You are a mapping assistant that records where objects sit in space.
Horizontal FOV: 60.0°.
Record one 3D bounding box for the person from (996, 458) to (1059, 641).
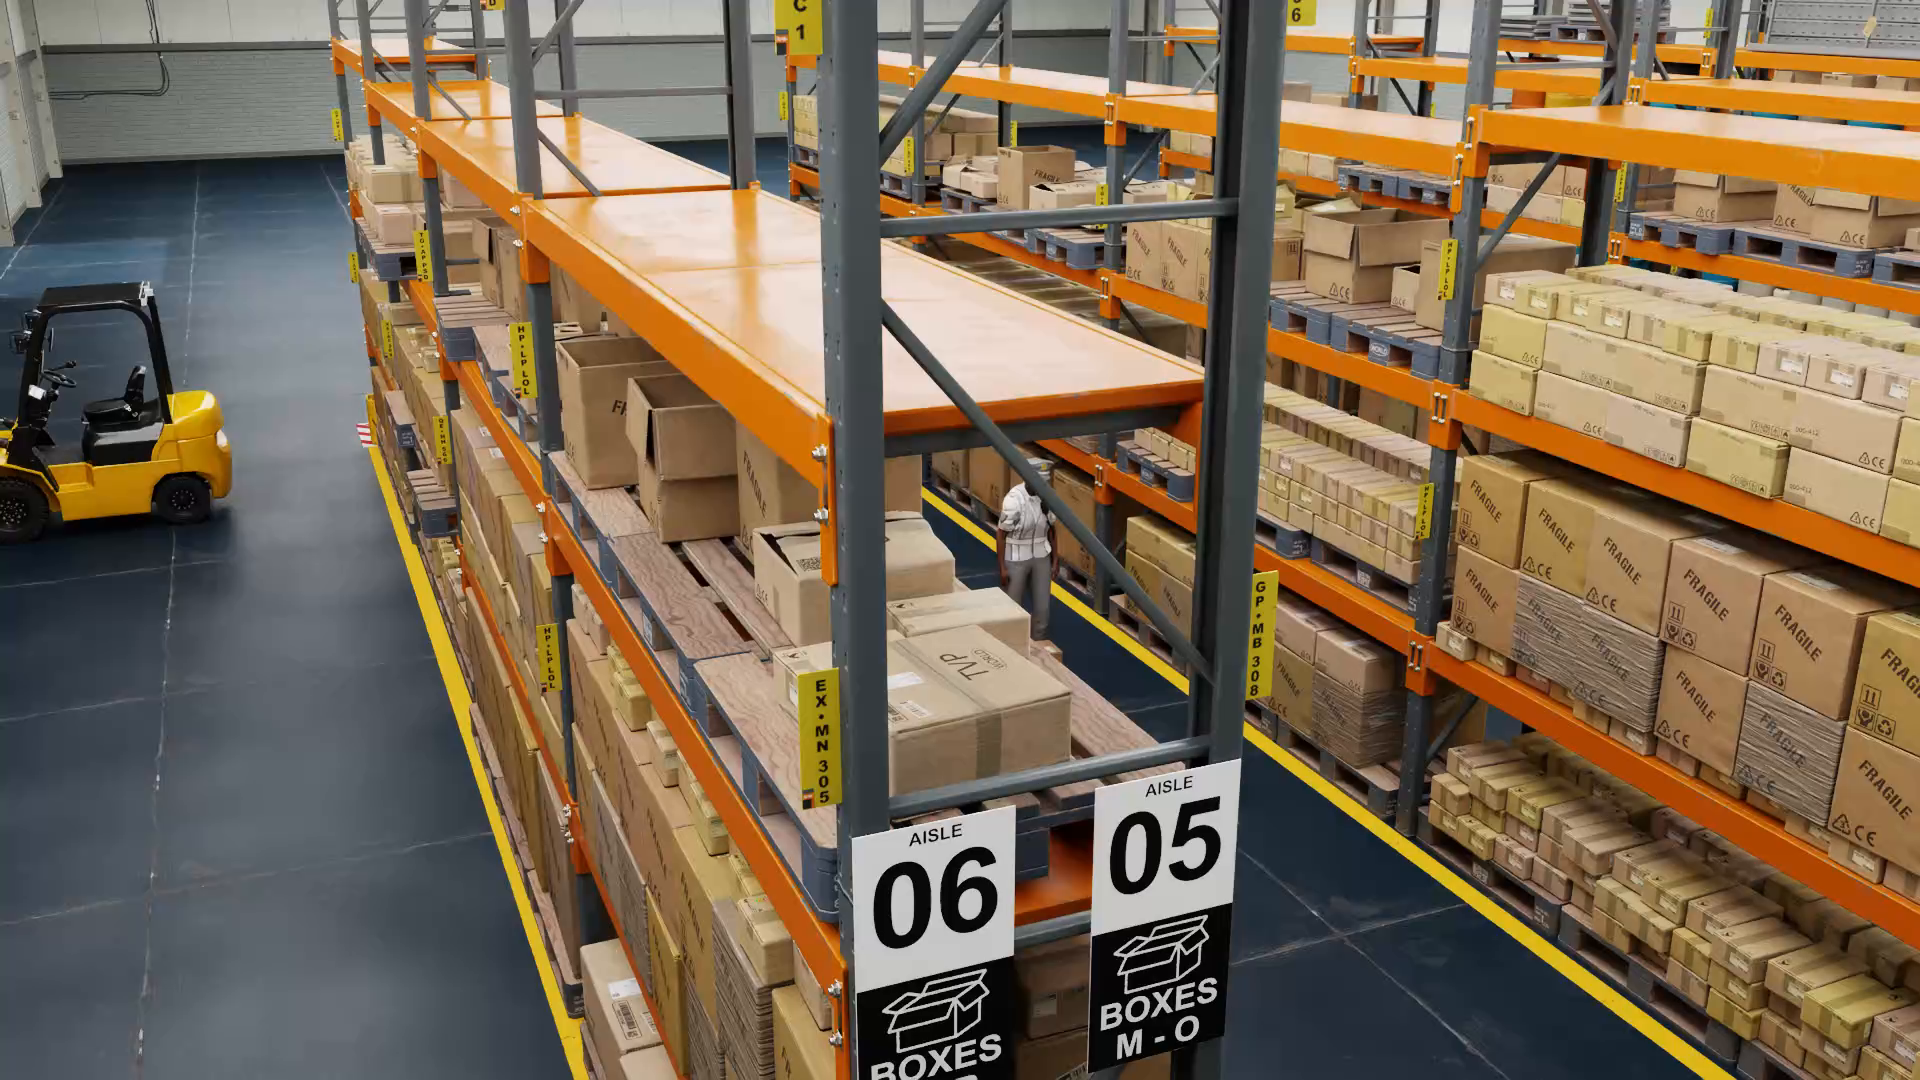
[{"bbox_3d":[0.499,0.183,12.298,0.520,1.659,0.417,-9,21,-23],"label":"person"}]
